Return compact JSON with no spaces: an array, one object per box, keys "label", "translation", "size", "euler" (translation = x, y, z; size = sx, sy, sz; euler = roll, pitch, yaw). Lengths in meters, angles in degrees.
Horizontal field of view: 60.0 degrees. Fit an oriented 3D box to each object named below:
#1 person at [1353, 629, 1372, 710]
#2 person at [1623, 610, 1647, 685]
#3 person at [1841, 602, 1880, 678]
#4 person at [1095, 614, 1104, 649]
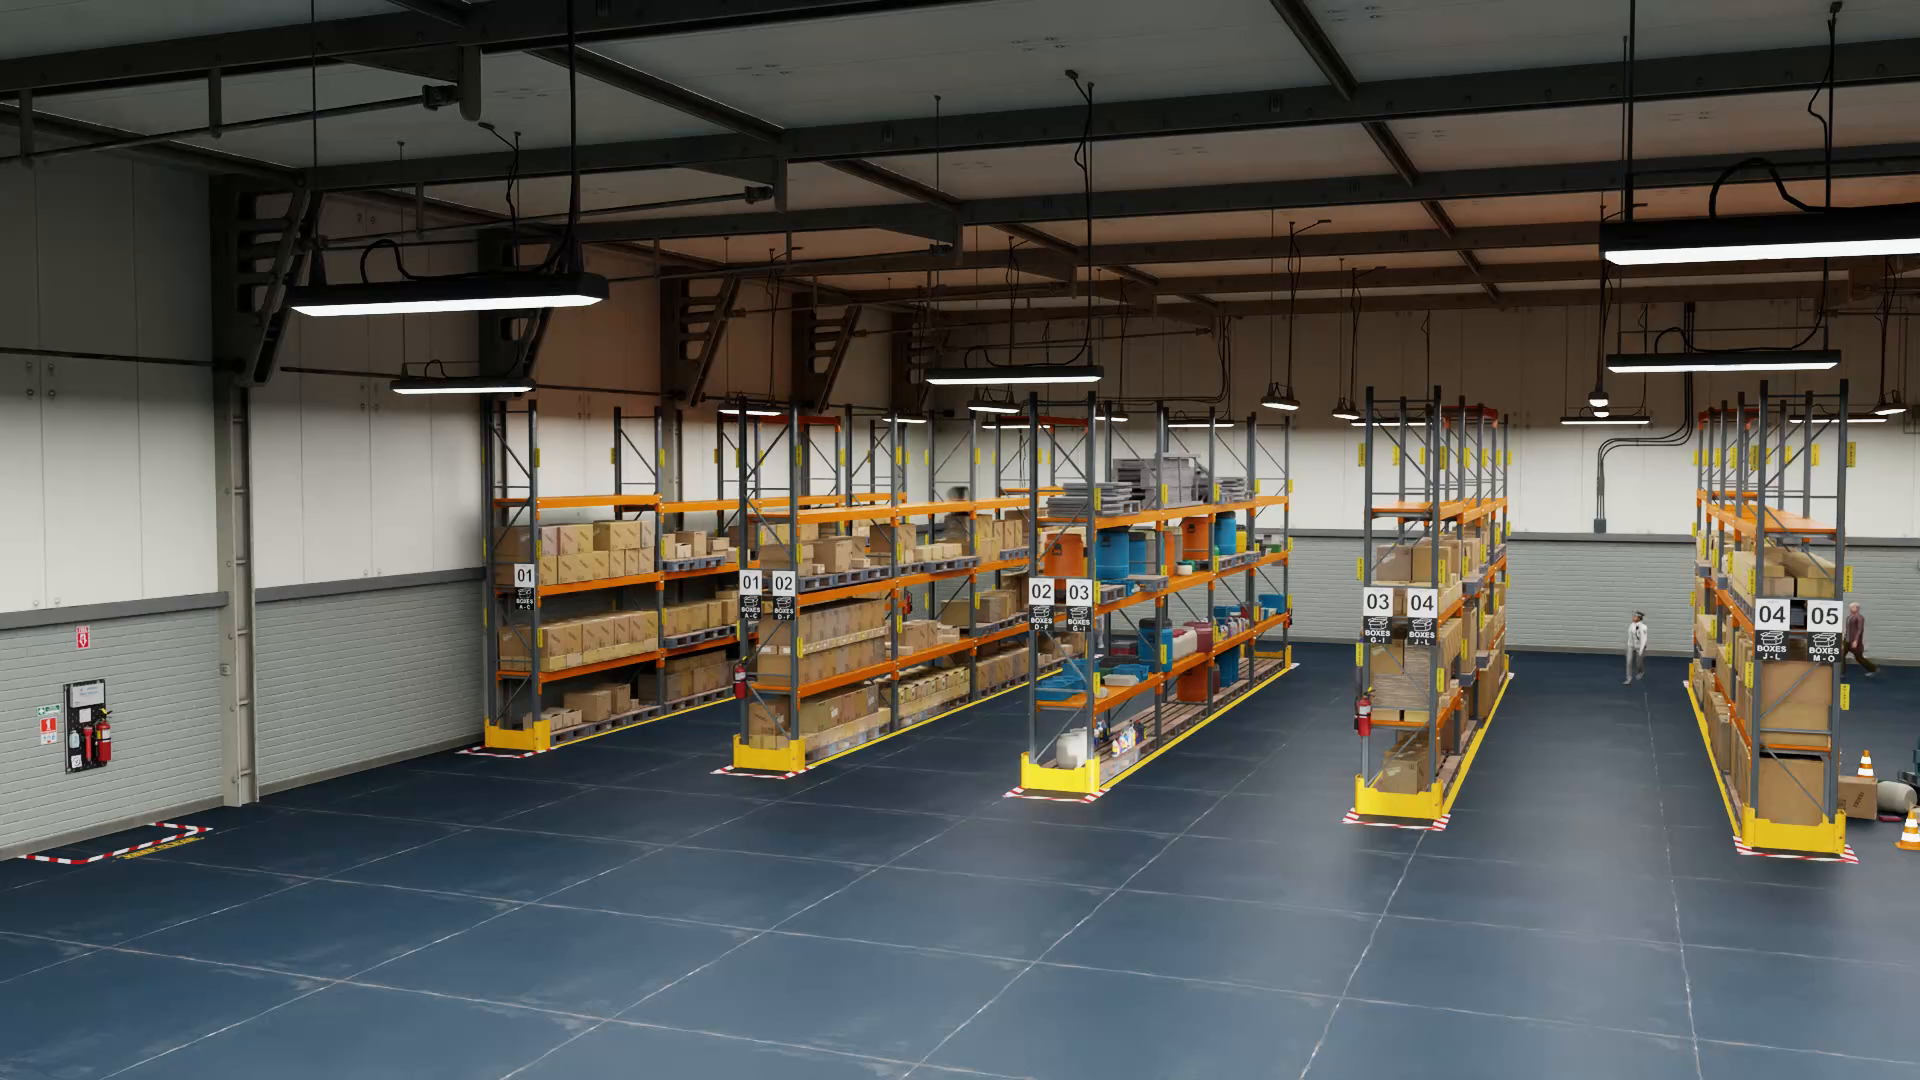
[{"label":"person","translation":[8.082,2.527,33.071],"size":[0.516,1.609,1.028],"euler":[1,3,26]},{"label":"person","translation":[14.964,2.364,36.691],"size":[0.494,1.646,0.756],"euler":[3,4,43]},{"label":"person","translation":[20.258,2.275,37.650],"size":[1.049,1.730,0.638],"euler":[0,3,-3]},{"label":"person","translation":[3.611,2.060,43.781],"size":[0.466,1.539,0.825],"euler":[-1,3,-18]}]
